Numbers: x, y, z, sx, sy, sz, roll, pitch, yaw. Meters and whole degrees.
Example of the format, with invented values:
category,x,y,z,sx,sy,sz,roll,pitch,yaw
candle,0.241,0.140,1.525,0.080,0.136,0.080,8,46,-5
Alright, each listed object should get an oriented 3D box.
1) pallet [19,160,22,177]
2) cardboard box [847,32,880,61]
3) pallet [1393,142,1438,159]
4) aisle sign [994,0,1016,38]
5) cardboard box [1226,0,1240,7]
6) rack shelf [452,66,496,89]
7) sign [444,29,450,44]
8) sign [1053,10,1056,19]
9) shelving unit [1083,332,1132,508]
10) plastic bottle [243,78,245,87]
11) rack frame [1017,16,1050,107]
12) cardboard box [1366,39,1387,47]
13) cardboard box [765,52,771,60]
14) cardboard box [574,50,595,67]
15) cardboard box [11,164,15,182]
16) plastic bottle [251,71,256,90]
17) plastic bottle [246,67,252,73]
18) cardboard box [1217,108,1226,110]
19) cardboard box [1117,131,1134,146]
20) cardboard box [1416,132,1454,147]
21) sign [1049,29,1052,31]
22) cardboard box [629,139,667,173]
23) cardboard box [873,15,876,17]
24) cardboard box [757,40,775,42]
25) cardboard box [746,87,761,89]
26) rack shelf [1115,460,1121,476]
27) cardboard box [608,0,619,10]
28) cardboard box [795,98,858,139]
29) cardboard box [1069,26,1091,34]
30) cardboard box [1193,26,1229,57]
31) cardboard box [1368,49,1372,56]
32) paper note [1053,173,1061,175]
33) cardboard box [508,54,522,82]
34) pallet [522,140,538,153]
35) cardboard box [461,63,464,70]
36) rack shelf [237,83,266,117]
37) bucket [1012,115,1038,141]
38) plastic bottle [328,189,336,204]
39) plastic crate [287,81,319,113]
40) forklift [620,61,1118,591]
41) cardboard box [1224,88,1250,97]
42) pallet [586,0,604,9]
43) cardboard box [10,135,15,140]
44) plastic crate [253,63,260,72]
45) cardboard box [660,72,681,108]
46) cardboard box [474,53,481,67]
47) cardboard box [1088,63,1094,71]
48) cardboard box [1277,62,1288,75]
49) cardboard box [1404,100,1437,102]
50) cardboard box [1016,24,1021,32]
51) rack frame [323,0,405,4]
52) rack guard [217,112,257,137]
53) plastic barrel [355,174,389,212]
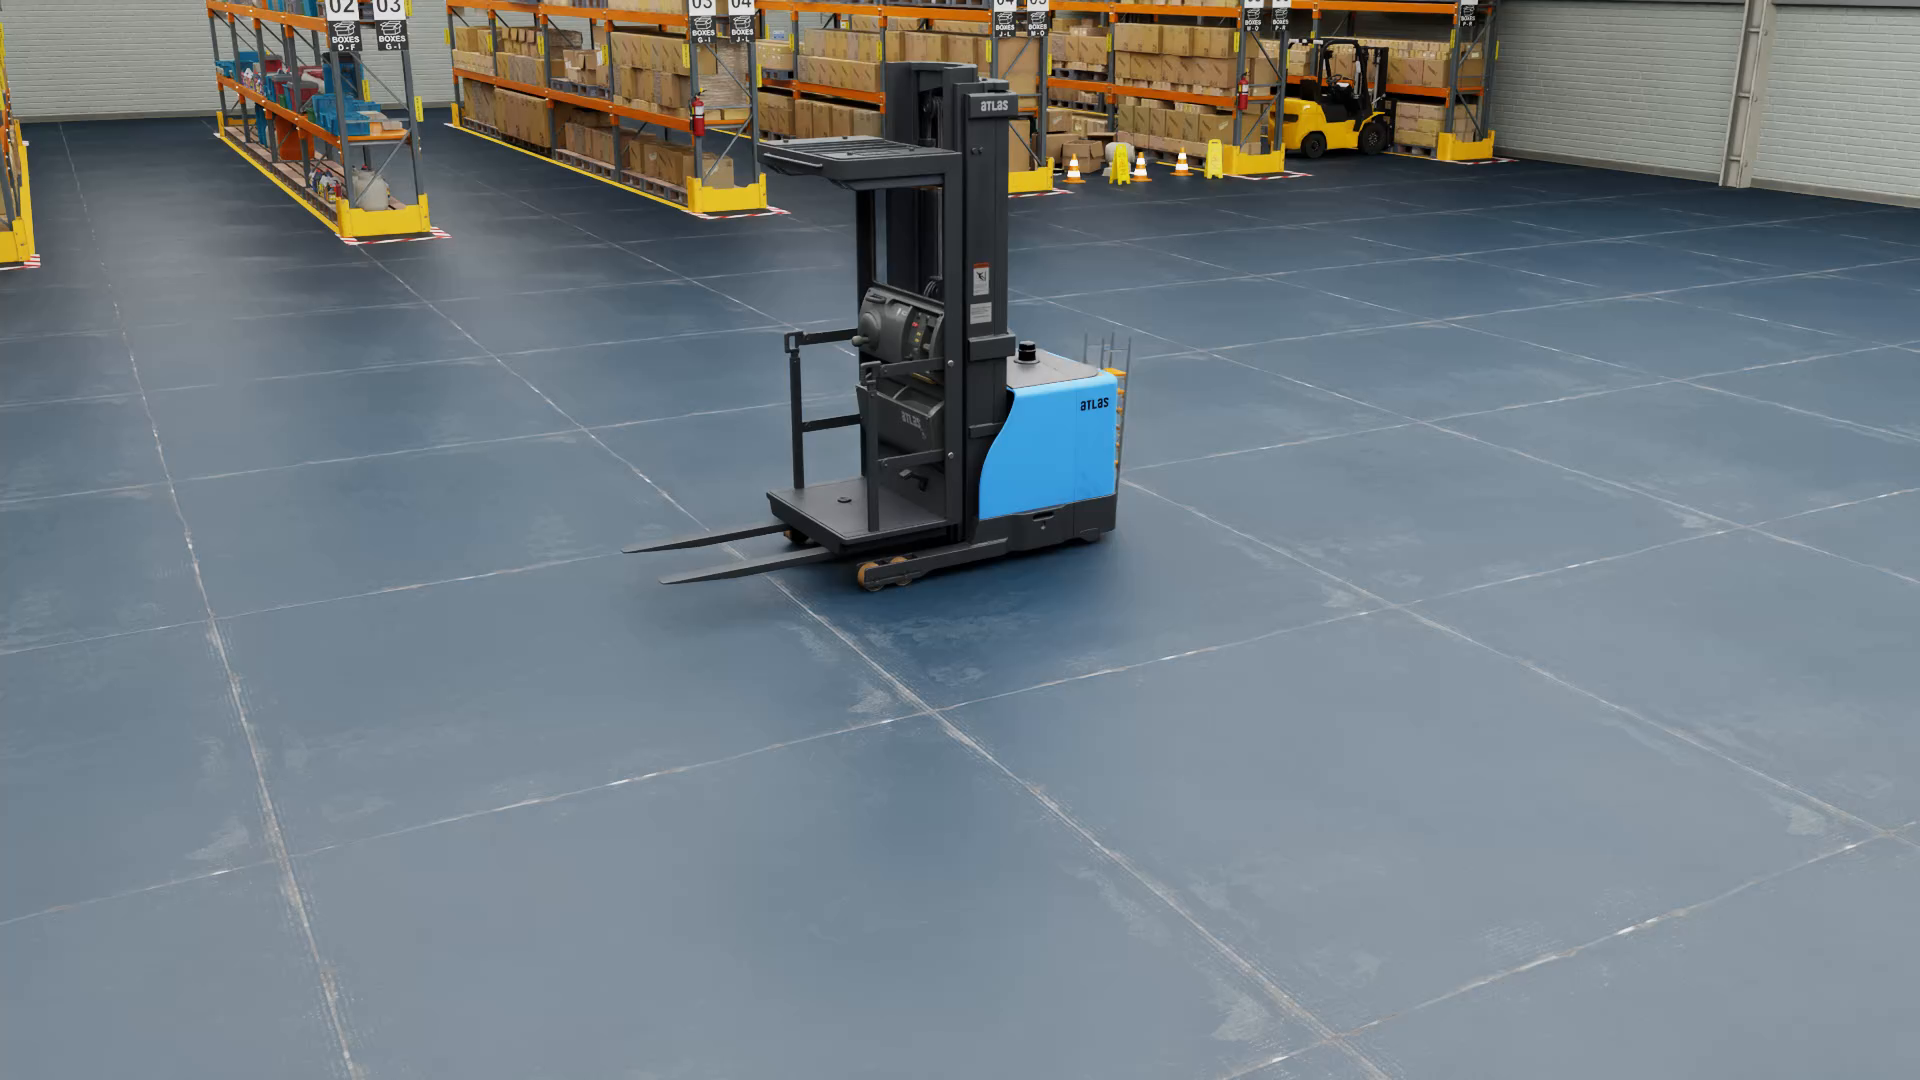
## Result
category,x,y,z,sx,sy,sz,roll,pitch,yaw
pallet,-16.889,-6.415,28.898,1.003,0.211,1.213,-10,21,-27
cardboard box,-1.687,-9.241,31.129,0.700,0.500,0.500,-10,21,-26
pallet,9.214,-7.600,32.332,1.003,0.211,1.213,-10,21,-27
aisle sign,0.709,-8.301,26.105,0.394,0.787,0.004,-10,21,-27
cardboard box,4.832,-9.293,28.751,0.380,0.149,0.250,-10,21,-26
rack shelf,-10.122,-10.079,36.344,1.077,0.370,4.000,-10,21,-27
sign,-11.563,-11.355,37.493,0.100,0.325,0.005,-10,21,-27
sign,2.515,-14.075,44.563,0.100,0.325,0.005,-10,21,-27
shelving unit,0.927,-0.755,10.955,0.258,1.200,0.189,-7,20,-32
plastic bottle,-13.598,-8.744,31.677,0.097,0.201,0.097,0,19,0
rack frame,1.449,-10.231,35.684,1.000,3.000,0.127,-10,21,-27
cardboard box,8.287,-9.853,32.982,0.380,0.149,0.250,-10,21,-27
cardboard box,-3.750,-9.879,33.947,0.380,0.149,0.250,-9,21,-25
cardboard box,-6.628,-8.649,30.300,0.700,0.500,0.500,-7,20,-19
cardboard box,-14.070,-5.336,24.208,0.500,0.311,0.500,-10,21,-26
plastic bottle,-12.932,-8.428,30.532,0.144,0.351,0.185,-10,21,-27
plastic bottle,-13.630,-8.891,31.876,0.144,0.351,0.185,-10,21,-27
cardboard box,4.613,-7.764,30.955,0.500,0.500,0.500,-10,21,-26
cardboard box,3.391,-7.771,32.124,0.500,0.250,0.500,-11,22,-29
cardboard box,9.113,-7.690,31.889,0.500,0.250,0.500,-10,21,-26
sign,1.922,-10.828,35.759,0.100,0.325,0.005,-10,21,-27
cardboard box,-5.218,-6.444,27.896,0.500,0.500,0.500,-11,22,-28
cardboard box,-1.903,-12.913,40.775,0.380,0.149,0.250,-10,21,-26
cardboard box,-4.147,-10.709,35.896,0.380,0.149,0.250,-11,22,-28
cardboard box,-4.640,-9.702,36.189,0.500,0.250,0.500,-11,22,-29
rack shelf,0.910,-0.484,11.038,0.258,0.103,0.180,-7,20,-32
cardboard box,-5.385,-8.726,26.954,0.500,0.250,0.500,-11,22,-29
cardboard box,-2.649,-8.382,33.129,1.050,0.750,0.750,-10,22,-27
cardboard box,2.474,-10.499,34.210,0.380,0.149,0.250,-11,22,-29
cardboard box,4.579,-8.855,29.552,0.700,0.500,0.500,-10,21,-26
cardboard box,8.217,-9.703,33.004,0.380,0.149,0.250,-11,22,-28
paper note,1.709,-6.436,29.239,0.144,0.017,0.142,-3,19,-8
cardboard box,-8.697,-9.433,33.218,0.500,0.500,0.500,-11,22,-28
pallet,-8.156,-7.966,33.394,1.003,0.211,1.213,-10,21,-27
cardboard box,-10.823,-10.500,36.846,0.380,0.149,0.250,-10,22,-27
rack shelf,-12.581,-8.163,30.793,1.077,0.370,4.000,-10,21,-27
bucket,1.134,-7.777,31.258,0.726,0.611,0.620,-3,9,-8
plastic bottle,-9.090,-4.977,24.072,0.097,0.201,0.097,0,19,0
plastic crate,-10.231,-6.903,25.939,0.402,0.464,0.583,-10,21,-27
forklift,-0.533,-1.281,9.849,3.031,2.935,1.130,-11,22,-29
cardboard box,4.882,-7.890,29.285,0.380,0.149,0.250,-9,21,-25
pallet,-5.572,-9.071,28.010,1.213,0.211,1.003,-10,21,-27
cardboard box,-16.444,-6.659,28.487,0.500,0.500,0.500,-10,22,-27
plastic crate,-14.094,-9.517,33.702,0.437,0.282,0.530,-10,21,-27
cardboard box,-4.054,-6.875,25.347,0.875,0.500,0.500,-10,21,-27
cardboard box,-10.103,-10.295,35.643,0.500,0.250,0.500,-10,21,-26
cardboard box,2.751,-9.346,32.860,0.380,0.149,0.250,-11,22,-28
cardboard box,7.002,-10.030,35.329,0.500,0.250,0.500,-10,21,-27
cardboard box,9.084,-8.532,32.796,0.500,0.250,0.500,-10,21,-27
cardboard box,0.973,-10.859,35.817,0.500,0.500,0.500,-11,22,-28
rack frame,-7.832,-8.469,21.378,1.000,3.000,0.127,-10,21,-27
rack guard,-15.453,-9.049,36.089,1.175,0.500,0.348,-10,21,-27
plastic barrel,-8.212,-4.832,23.207,0.421,0.512,0.421,0,19,0
